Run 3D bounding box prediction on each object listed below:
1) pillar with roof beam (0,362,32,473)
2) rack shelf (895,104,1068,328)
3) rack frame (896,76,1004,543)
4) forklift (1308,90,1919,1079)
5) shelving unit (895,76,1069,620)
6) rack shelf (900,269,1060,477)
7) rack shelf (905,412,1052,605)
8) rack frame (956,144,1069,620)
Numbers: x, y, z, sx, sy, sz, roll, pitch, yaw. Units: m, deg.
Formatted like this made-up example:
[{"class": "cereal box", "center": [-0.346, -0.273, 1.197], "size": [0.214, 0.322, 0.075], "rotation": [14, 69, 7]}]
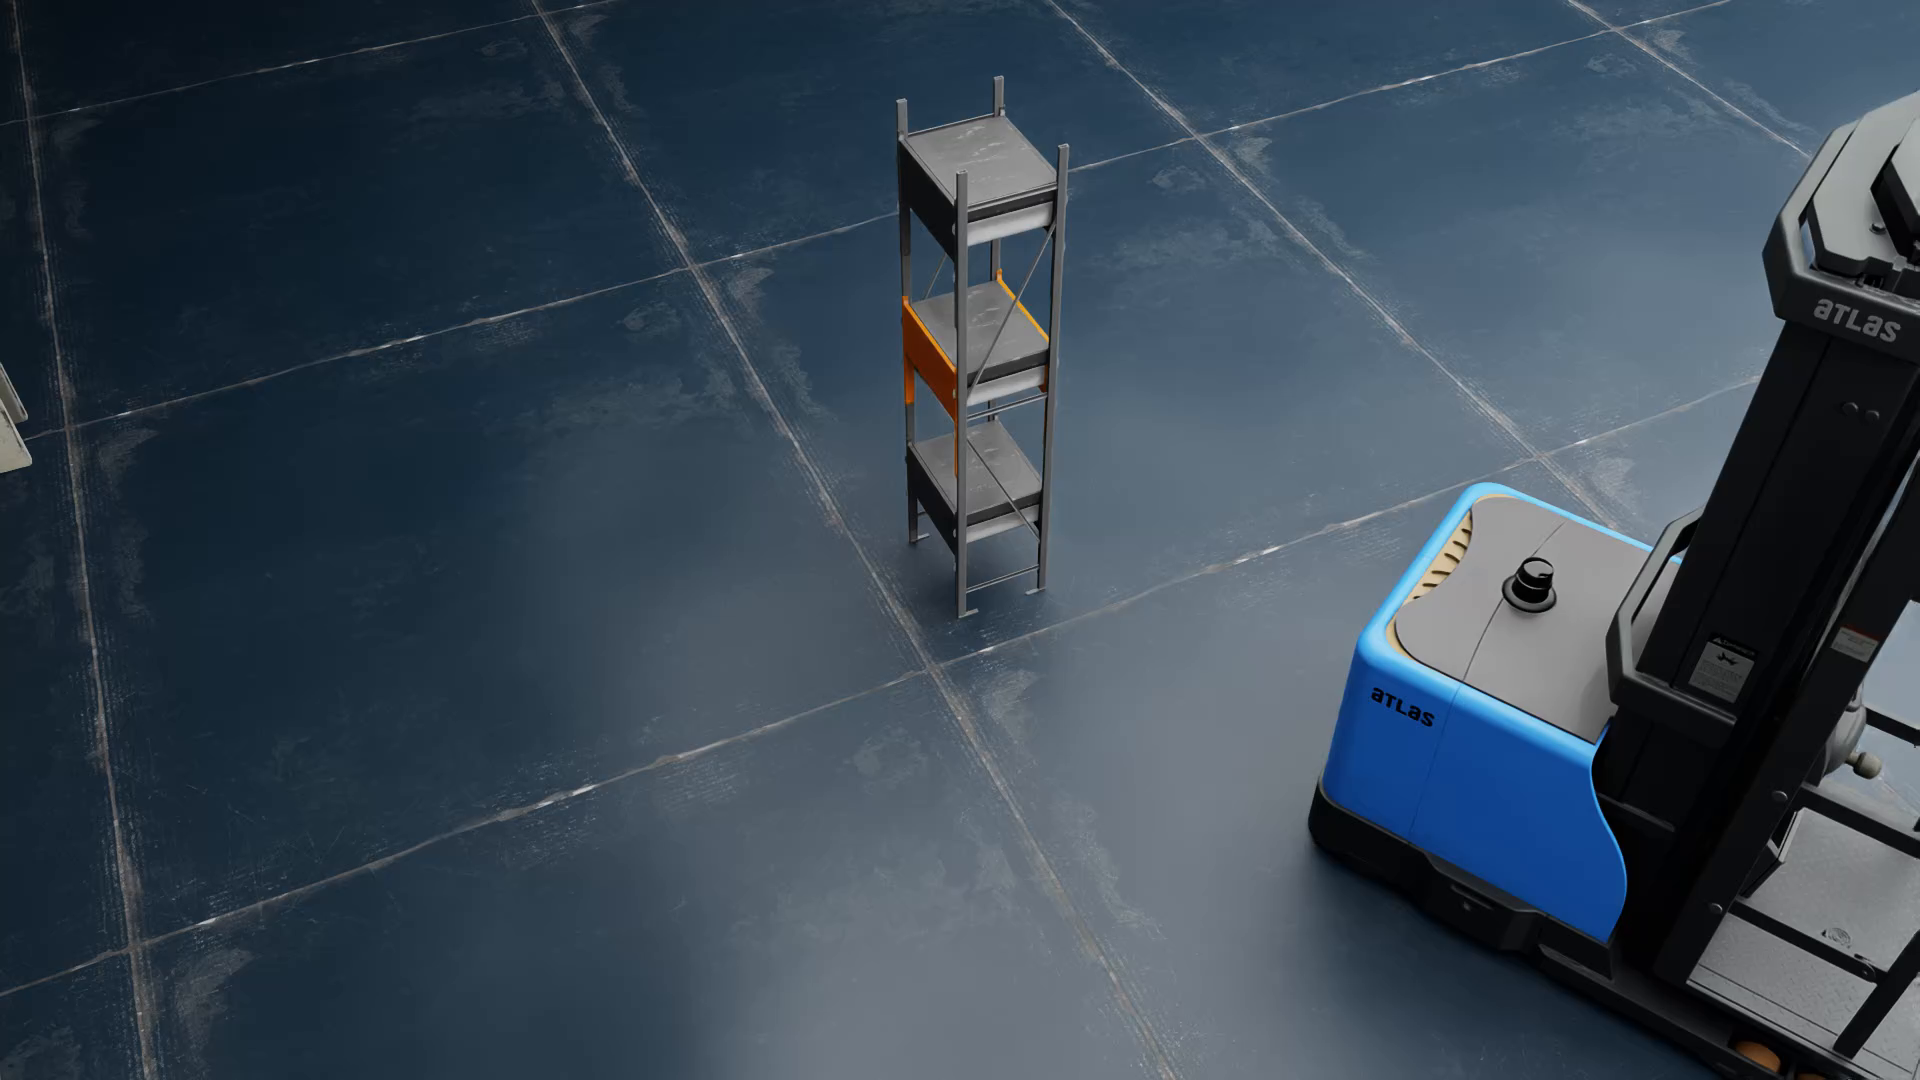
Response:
[{"class": "pillar with roof beam", "center": [-0.481, -4.893, 5.671], "size": [9.100, 9.000, 0.400], "rotation": [-18, 47, -17]}, {"class": "rack shelf", "center": [0.070, -1.130, 5.792], "size": [0.431, 0.518, 0.480], "rotation": [-18, 47, -17]}, {"class": "rack frame", "center": [-0.033, -0.797, 6.432], "size": [0.400, 2.100, 0.015], "rotation": [-18, 47, -17]}, {"class": "forklift", "center": [2.747, 0.370, 4.657], "size": [3.031, 2.935, 1.130], "rotation": [26, 50, 24]}, {"class": "shelving unit", "center": [0.070, -0.642, 6.274], "size": [0.431, 2.100, 0.503], "rotation": [-18, 47, -17]}, {"class": "rack shelf", "center": [0.070, -0.632, 6.284], "size": [0.431, 0.518, 0.480], "rotation": [-18, 47, -17]}, {"class": "rack shelf", "center": [0.070, -0.134, 6.776], "size": [0.431, 0.518, 0.480], "rotation": [-18, 47, -17]}, {"class": "rack frame", "center": [0.172, -0.486, 6.117], "size": [0.400, 2.100, 0.015], "rotation": [-18, 47, -17]}]
